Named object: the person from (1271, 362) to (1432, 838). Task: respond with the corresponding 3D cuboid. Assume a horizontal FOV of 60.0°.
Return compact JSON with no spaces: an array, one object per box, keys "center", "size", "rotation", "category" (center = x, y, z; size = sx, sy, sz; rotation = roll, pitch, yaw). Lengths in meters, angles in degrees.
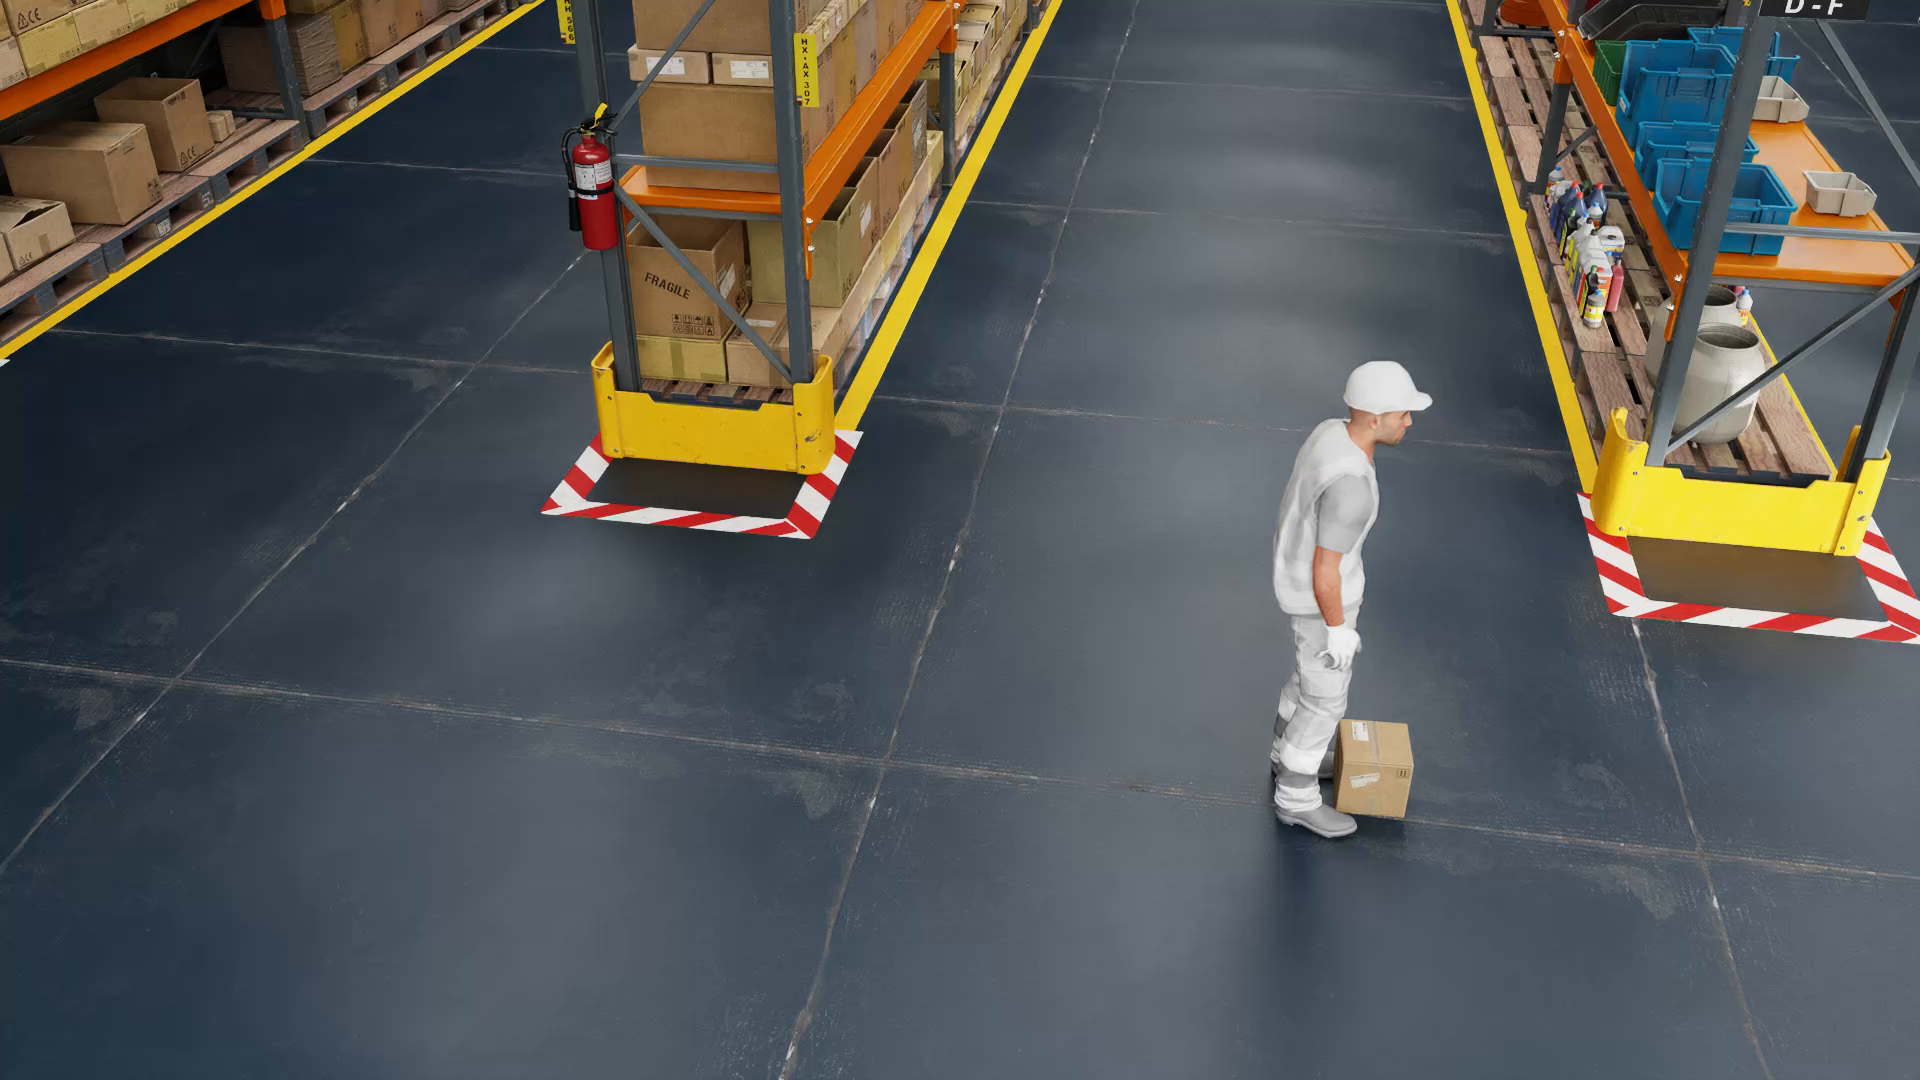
[{"center":[1.308,0.192,5.817],"size":[0.449,1.779,0.609],"rotation":[5,33,9],"category":"person"}]
